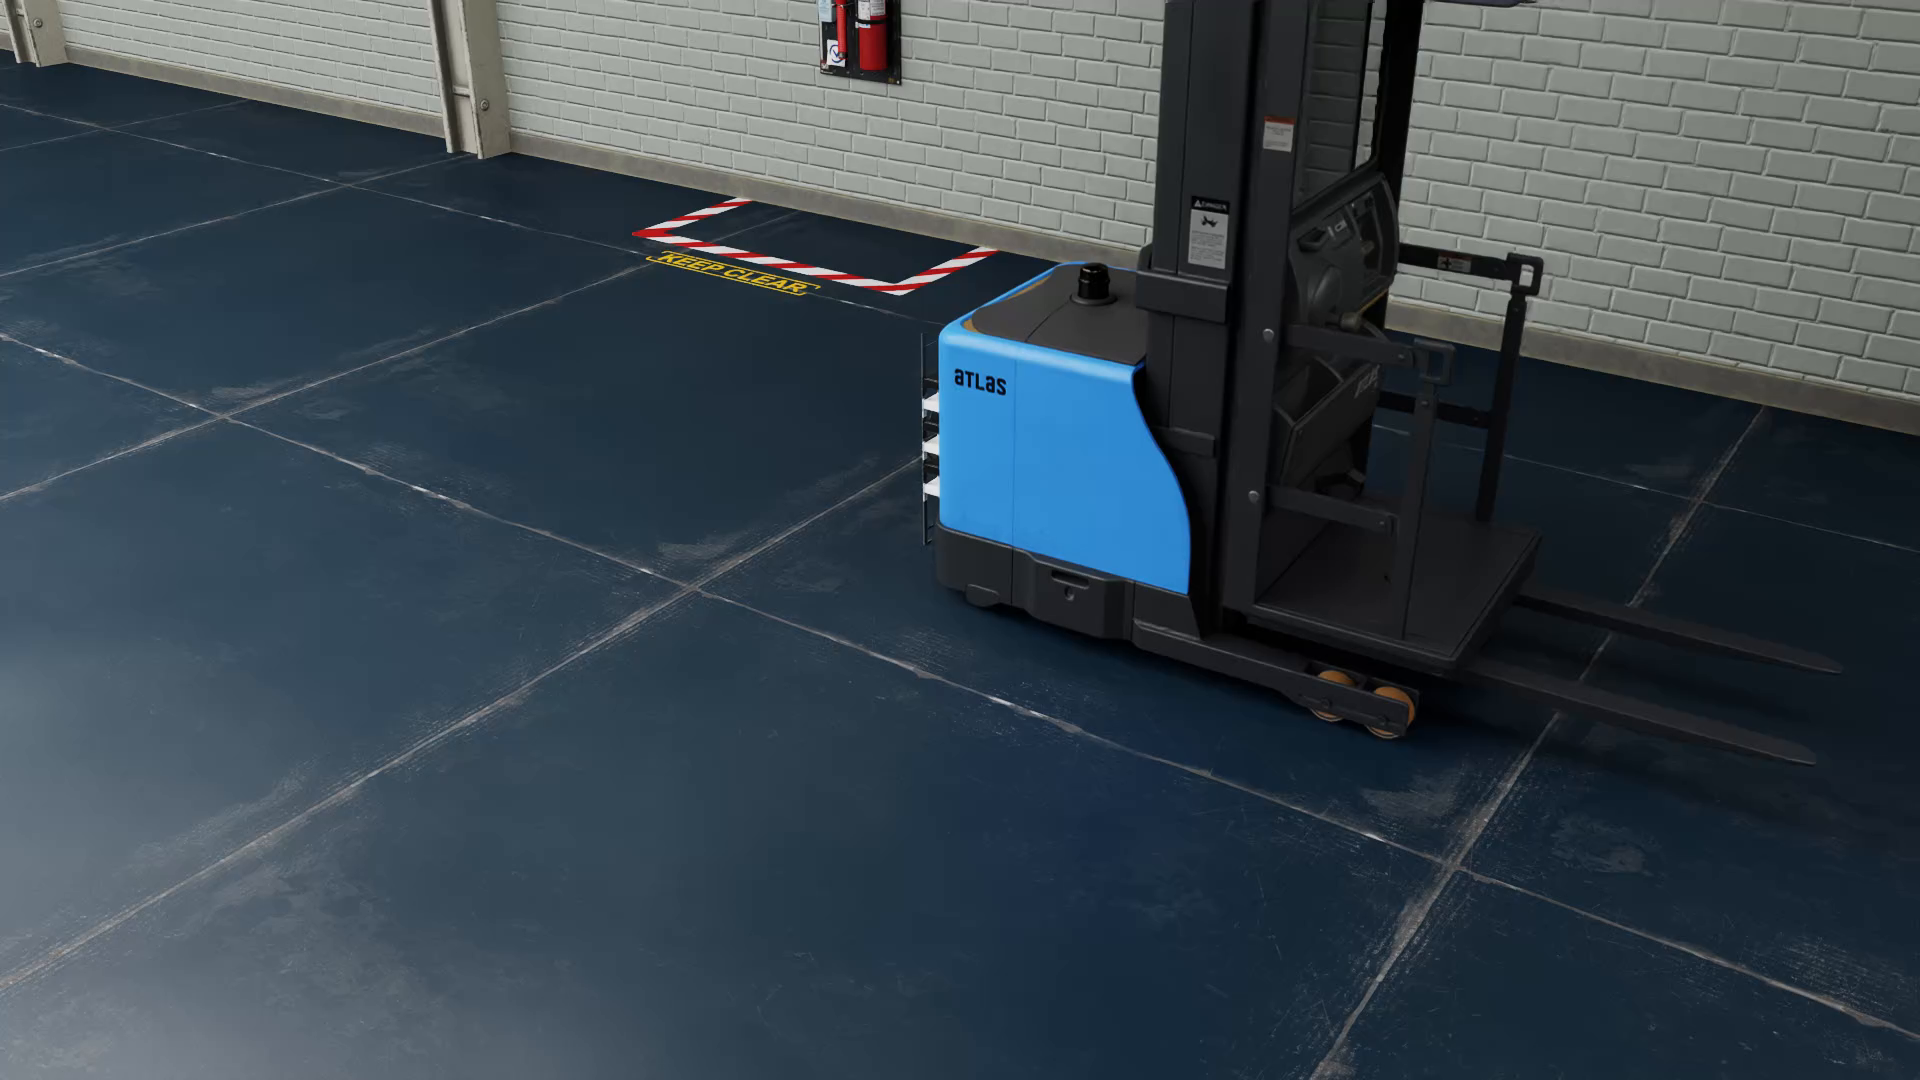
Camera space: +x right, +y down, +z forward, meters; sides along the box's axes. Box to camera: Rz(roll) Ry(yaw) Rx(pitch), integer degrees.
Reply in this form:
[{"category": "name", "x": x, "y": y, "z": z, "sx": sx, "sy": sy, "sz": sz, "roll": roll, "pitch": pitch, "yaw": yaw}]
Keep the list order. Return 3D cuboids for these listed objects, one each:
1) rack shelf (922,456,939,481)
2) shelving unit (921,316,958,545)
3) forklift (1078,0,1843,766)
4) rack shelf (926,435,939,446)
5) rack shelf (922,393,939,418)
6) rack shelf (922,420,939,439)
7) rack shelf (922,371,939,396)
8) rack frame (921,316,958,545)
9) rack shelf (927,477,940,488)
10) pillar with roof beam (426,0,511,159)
[{"category": "rack shelf", "x": 0.007, "y": -0.289, "z": 6.598, "sx": 0.200, "sy": 0.077, "sz": 0.258, "roll": 17, "pitch": 32, "yaw": 30}, {"category": "shelving unit", "x": 0.007, "y": -0.399, "z": 6.542, "sx": 0.210, "sy": 0.900, "sz": 0.258, "roll": 17, "pitch": 32, "yaw": 30}, {"category": "forklift", "x": 1.427, "y": -0.925, "z": 5.337, "sx": 3.031, "sy": 2.935, "sz": 1.110, "roll": 16, "pitch": 31, "yaw": 28}, {"category": "rack shelf", "x": 0.007, "y": -0.387, "z": 6.548, "sx": 0.190, "sy": 0.026, "sz": 0.221, "roll": 17, "pitch": 32, "yaw": 30}, {"category": "rack shelf", "x": 0.007, "y": -0.530, "z": 6.475, "sx": 0.200, "sy": 0.077, "sz": 0.258, "roll": 17, "pitch": 32, "yaw": 30}, {"category": "rack shelf", "x": 0.007, "y": -0.449, "z": 6.516, "sx": 0.200, "sy": 0.077, "sz": 0.258, "roll": 17, "pitch": 32, "yaw": 30}, {"category": "rack shelf", "x": 0.007, "y": -0.610, "z": 6.434, "sx": 0.200, "sy": 0.077, "sz": 0.258, "roll": 17, "pitch": 32, "yaw": 30}, {"category": "rack frame", "x": -0.077, "y": -0.425, "z": 6.593, "sx": 0.006, "sy": 0.900, "sz": 0.240, "roll": 17, "pitch": 32, "yaw": 30}, {"category": "rack shelf", "x": 0.007, "y": -0.227, "z": 6.629, "sx": 0.190, "sy": 0.026, "sz": 0.221, "roll": 17, "pitch": 32, "yaw": 30}, {"category": "pillar with roof beam", "x": -6.036, "y": -5.320, "z": 7.282, "sx": 0.400, "sy": 9.000, "sz": 9.100, "roll": 17, "pitch": 32, "yaw": 30}]
